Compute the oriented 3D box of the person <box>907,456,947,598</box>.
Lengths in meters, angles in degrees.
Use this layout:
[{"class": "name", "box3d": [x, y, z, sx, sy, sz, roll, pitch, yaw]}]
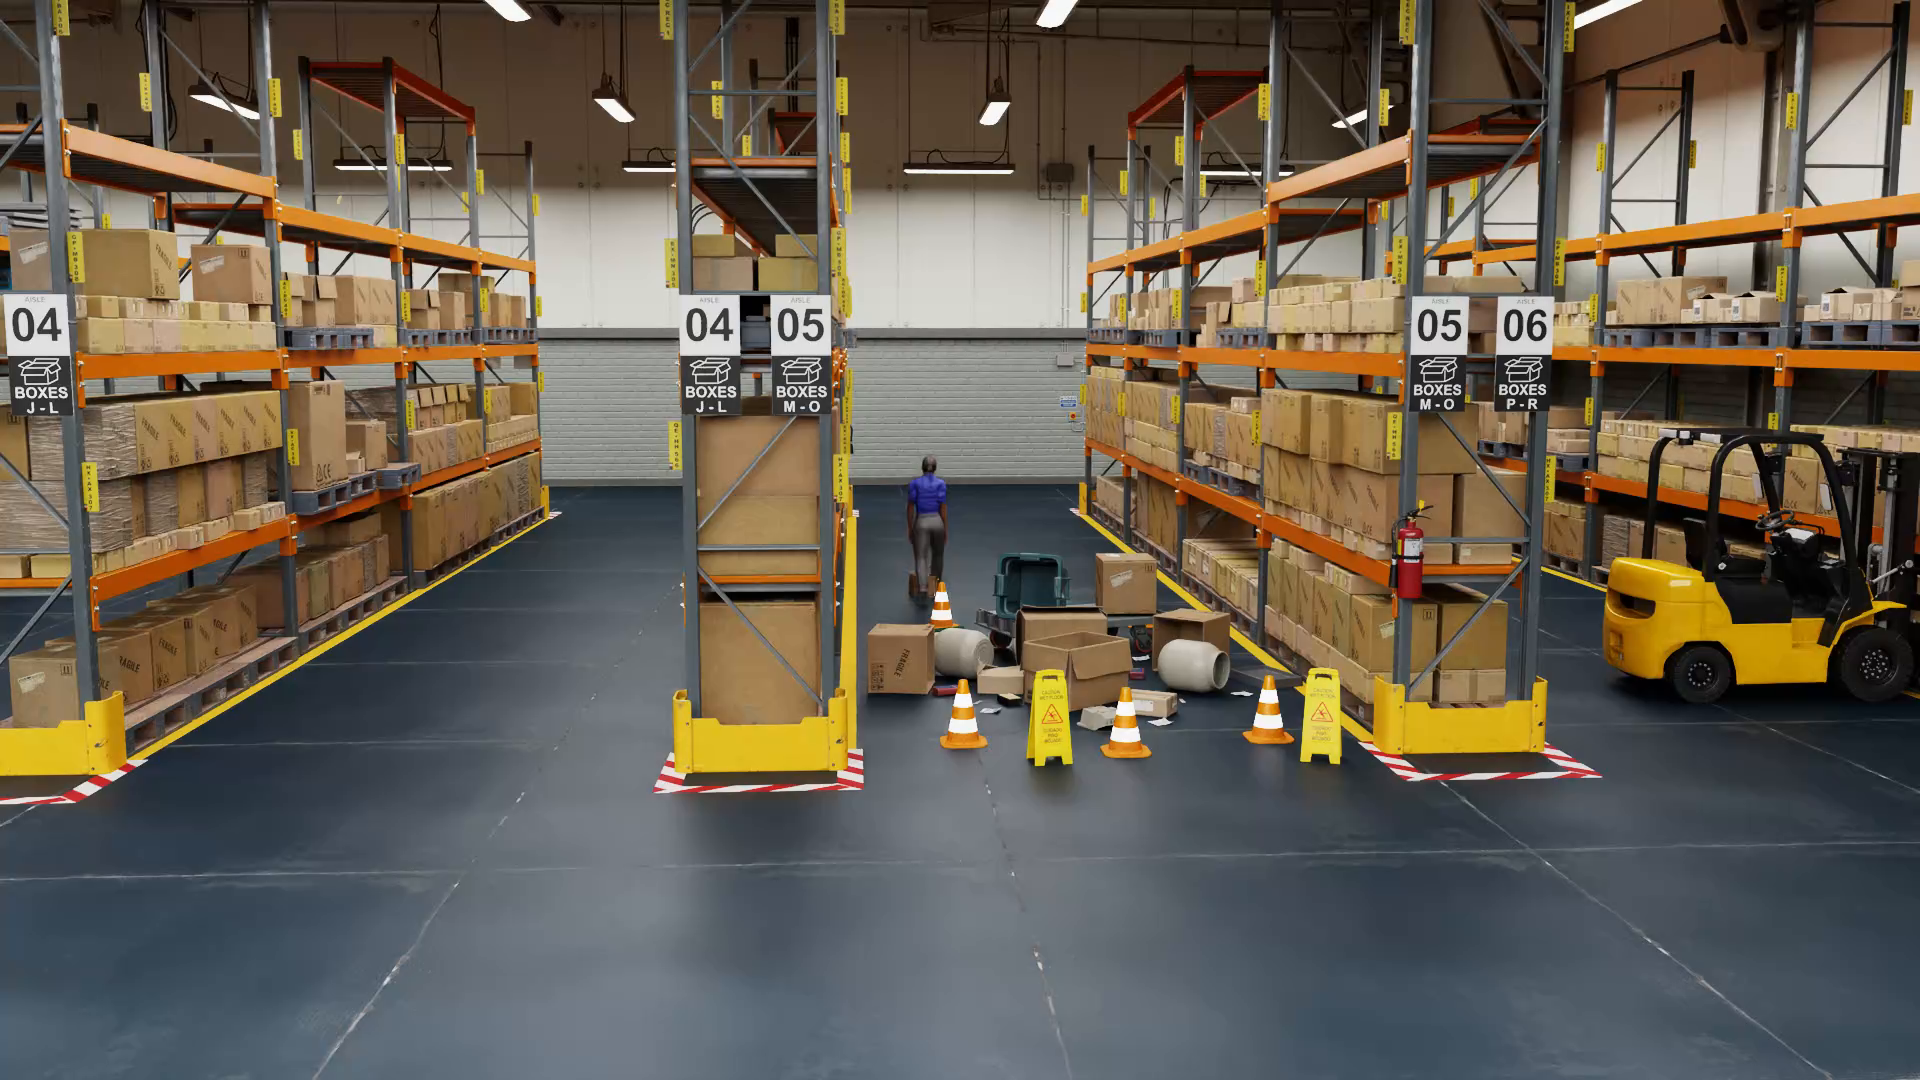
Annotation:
[{"class": "person", "box3d": [-0.364, -0.132, 18.502, 0.448, 1.599, 1.056, 0, 7, -3]}]
